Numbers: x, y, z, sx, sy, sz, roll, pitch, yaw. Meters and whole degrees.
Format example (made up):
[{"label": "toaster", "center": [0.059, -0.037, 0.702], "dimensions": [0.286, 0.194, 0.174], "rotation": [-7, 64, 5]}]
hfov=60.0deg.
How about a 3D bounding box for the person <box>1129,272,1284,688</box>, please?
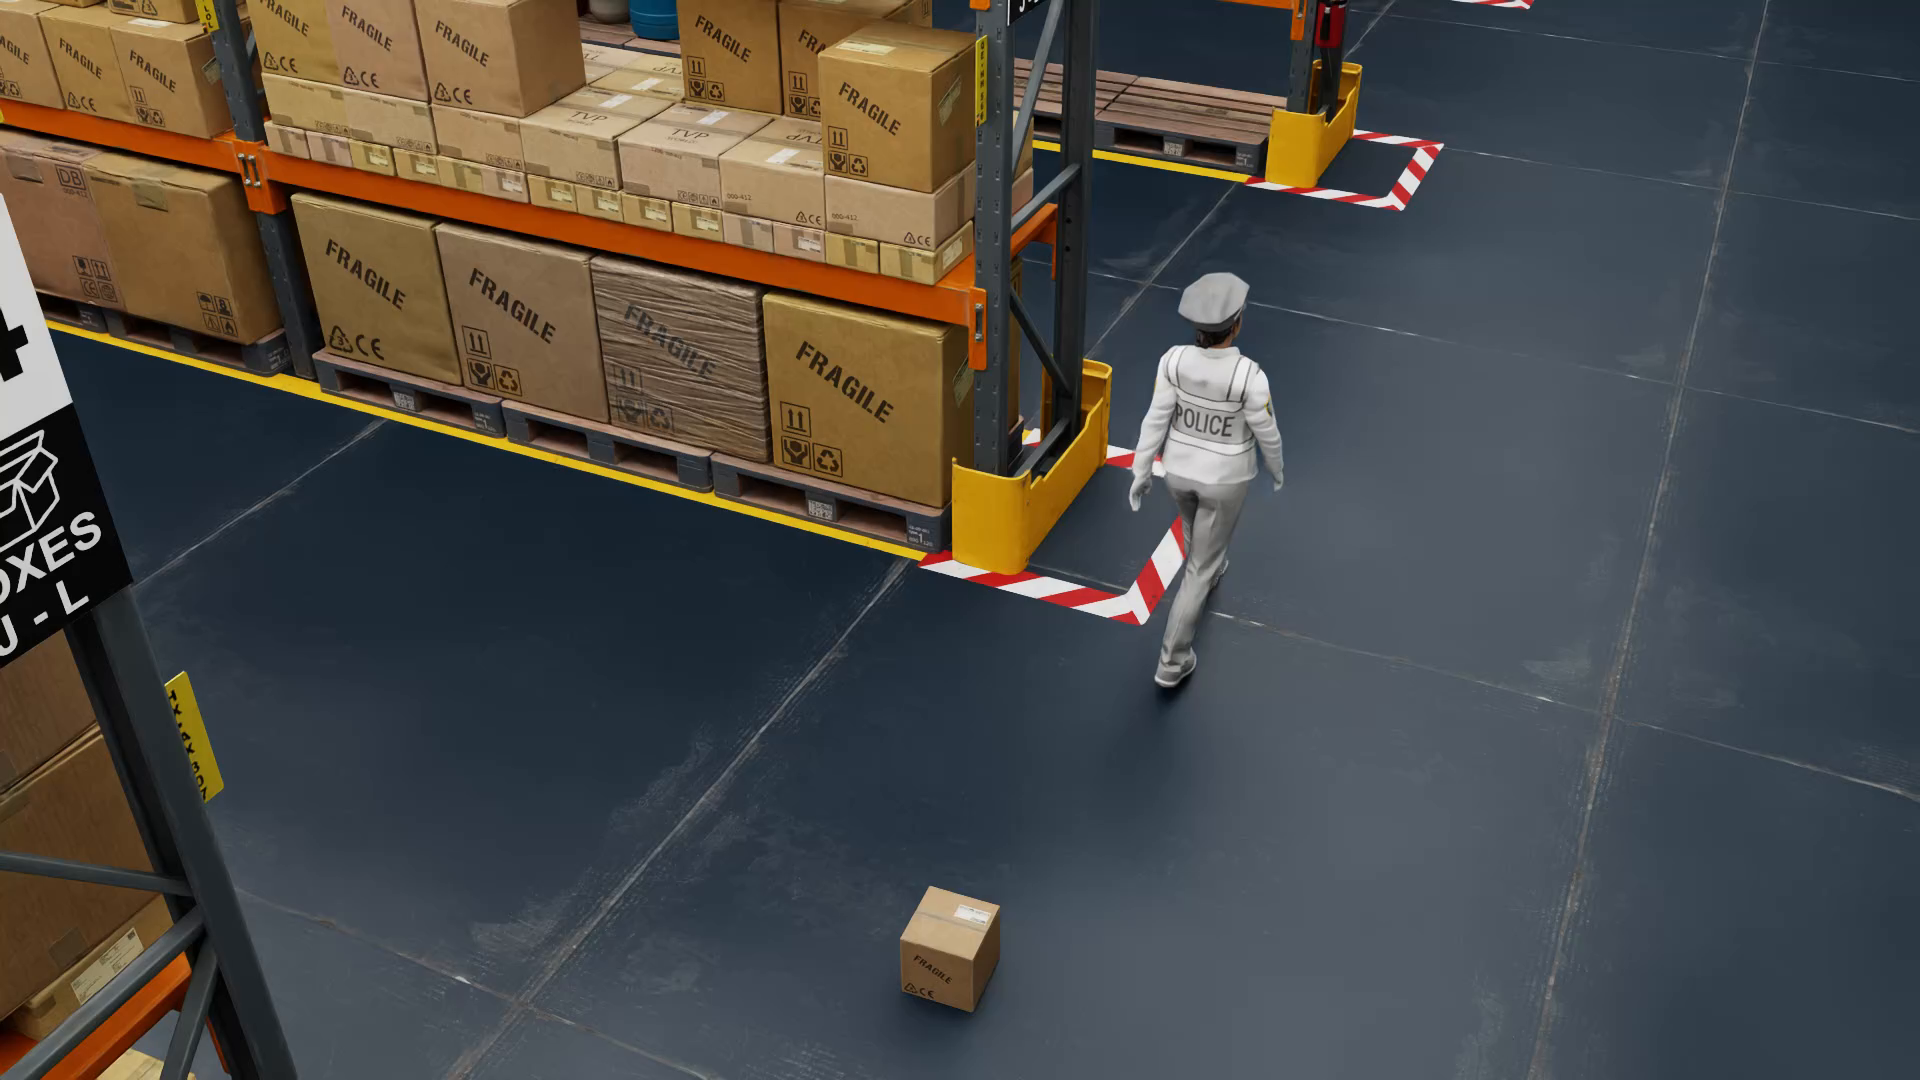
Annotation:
[{"label": "person", "center": [1.020, -0.313, 6.556], "dimensions": [0.521, 1.636, 0.973], "rotation": [21, 39, 28]}]
